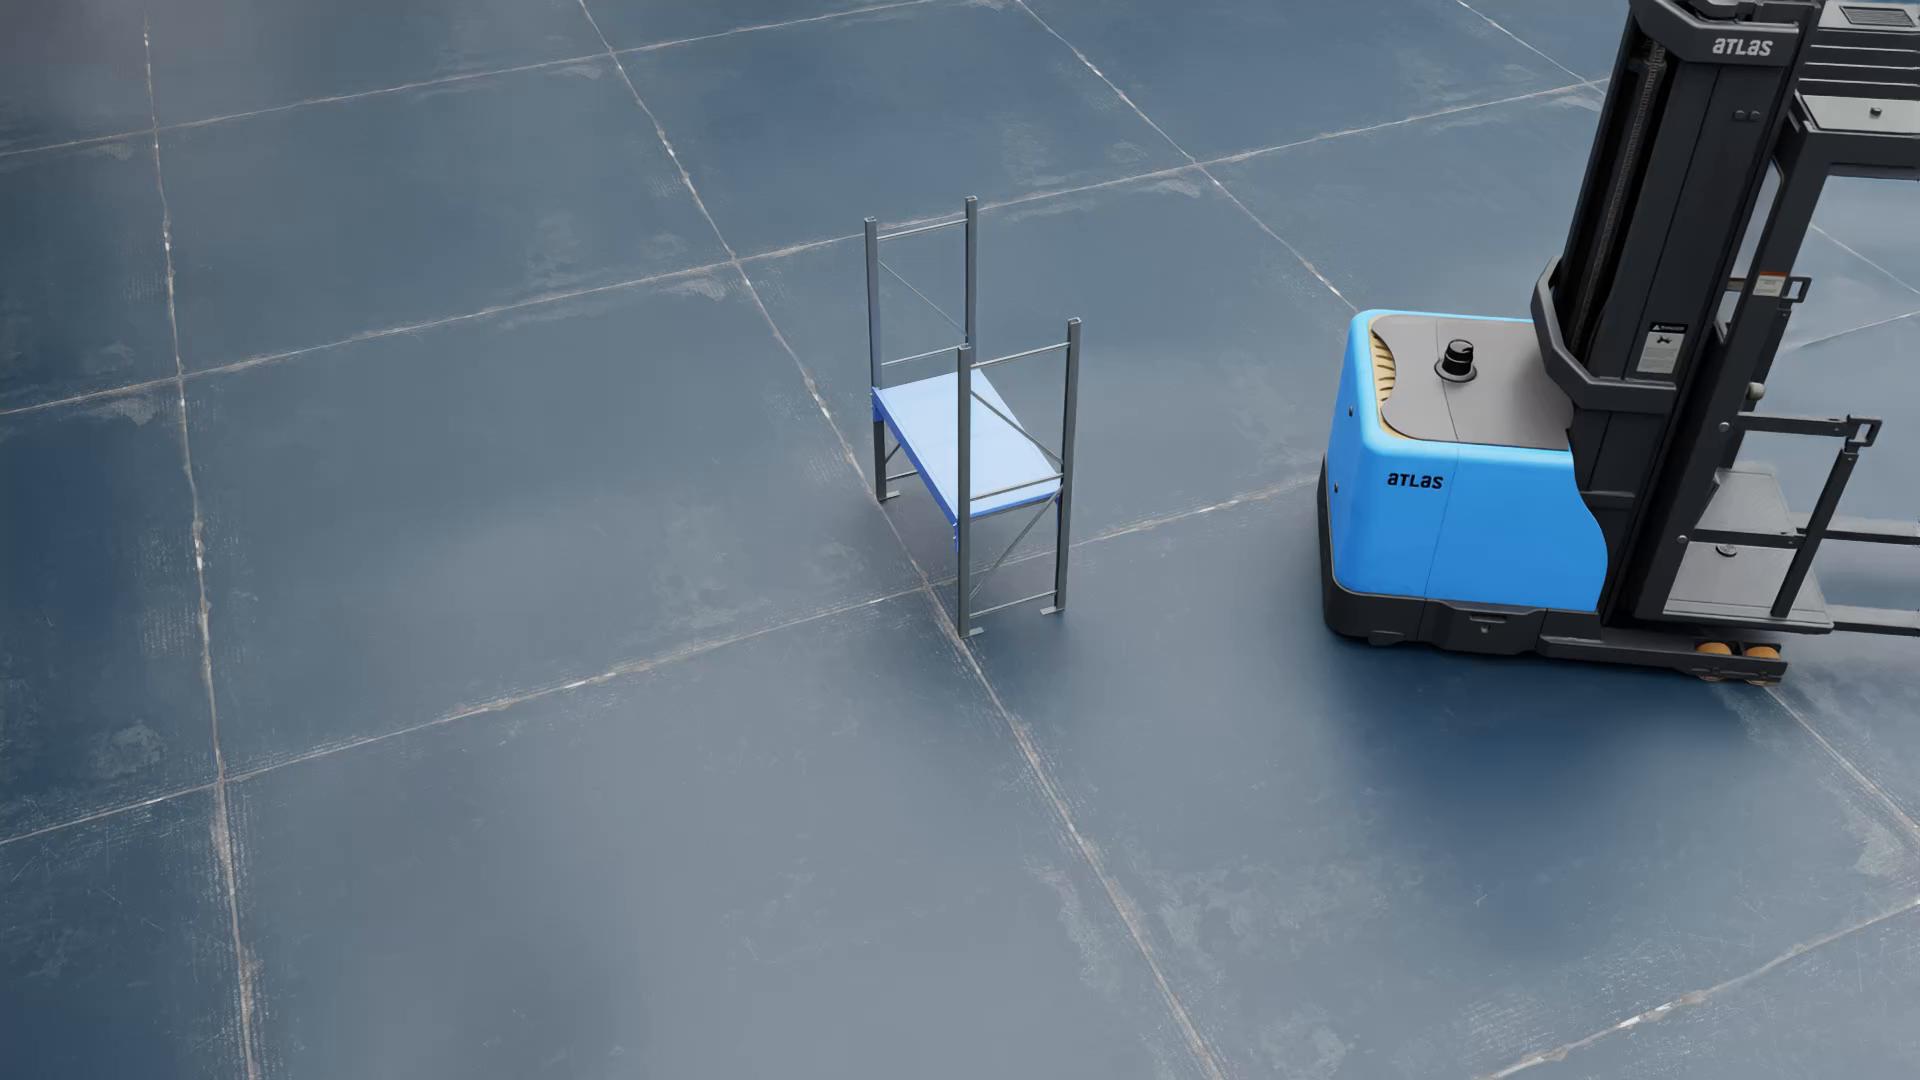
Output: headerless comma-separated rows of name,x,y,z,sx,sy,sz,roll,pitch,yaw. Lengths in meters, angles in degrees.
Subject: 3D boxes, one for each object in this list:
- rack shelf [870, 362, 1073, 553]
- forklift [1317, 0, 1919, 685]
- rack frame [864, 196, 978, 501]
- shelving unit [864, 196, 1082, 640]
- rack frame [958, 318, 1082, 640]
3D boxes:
rack shelf,0.033,-0.381,7.237,0.538,0.185,1.000,-15,43,-17
forklift,3.126,-0.874,6.438,3.031,2.935,1.130,5,41,5
rack frame,-0.162,-0.823,7.476,0.500,1.500,0.032,-15,43,-17
shelving unit,0.033,-0.517,7.120,0.538,1.500,1.048,-15,43,-17
rack frame,0.227,-0.211,6.764,0.500,1.500,0.032,-15,43,-17
